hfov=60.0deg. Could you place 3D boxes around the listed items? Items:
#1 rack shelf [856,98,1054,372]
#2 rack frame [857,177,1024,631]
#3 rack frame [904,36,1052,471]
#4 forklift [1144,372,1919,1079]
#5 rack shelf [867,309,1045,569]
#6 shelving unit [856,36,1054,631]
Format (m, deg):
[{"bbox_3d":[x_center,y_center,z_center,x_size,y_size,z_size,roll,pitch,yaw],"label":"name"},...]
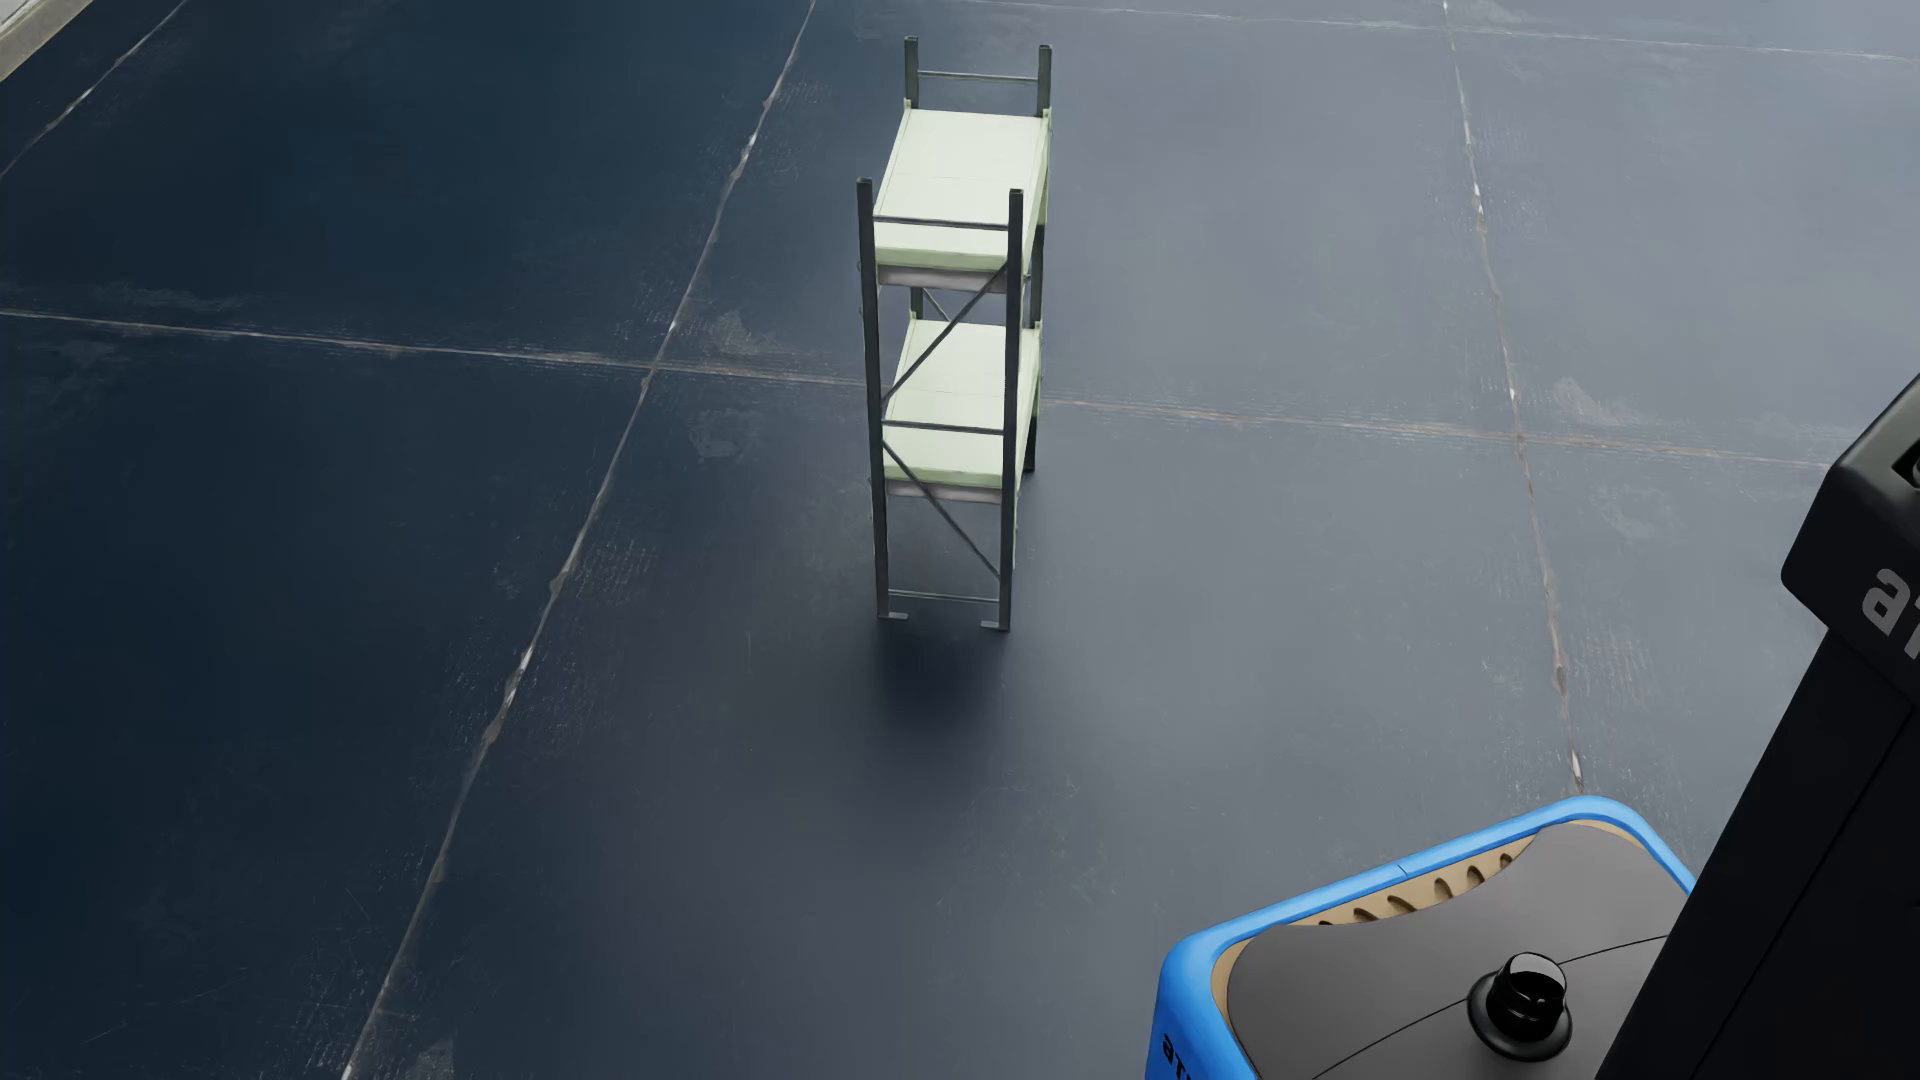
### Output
[{"bbox_3d":[0.001,-0.833,4.471,0.431,0.370,0.720,5,44,6],"label":"rack shelf"},{"bbox_3d":[-0.048,-0.300,4.476,0.400,1.500,0.023,5,44,6],"label":"rack frame"},{"bbox_3d":[0.049,-0.799,5.003,0.400,1.500,0.023,5,44,6],"label":"rack frame"},{"bbox_3d":[1.357,1.251,1.797,1.130,2.935,3.031,-15,46,-16],"label":"forklift"},{"bbox_3d":[0.001,-0.312,4.963,0.431,0.370,0.720,5,44,6],"label":"rack shelf"},{"bbox_3d":[0.001,-0.549,4.739,0.431,1.500,0.755,5,44,6],"label":"shelving unit"}]
